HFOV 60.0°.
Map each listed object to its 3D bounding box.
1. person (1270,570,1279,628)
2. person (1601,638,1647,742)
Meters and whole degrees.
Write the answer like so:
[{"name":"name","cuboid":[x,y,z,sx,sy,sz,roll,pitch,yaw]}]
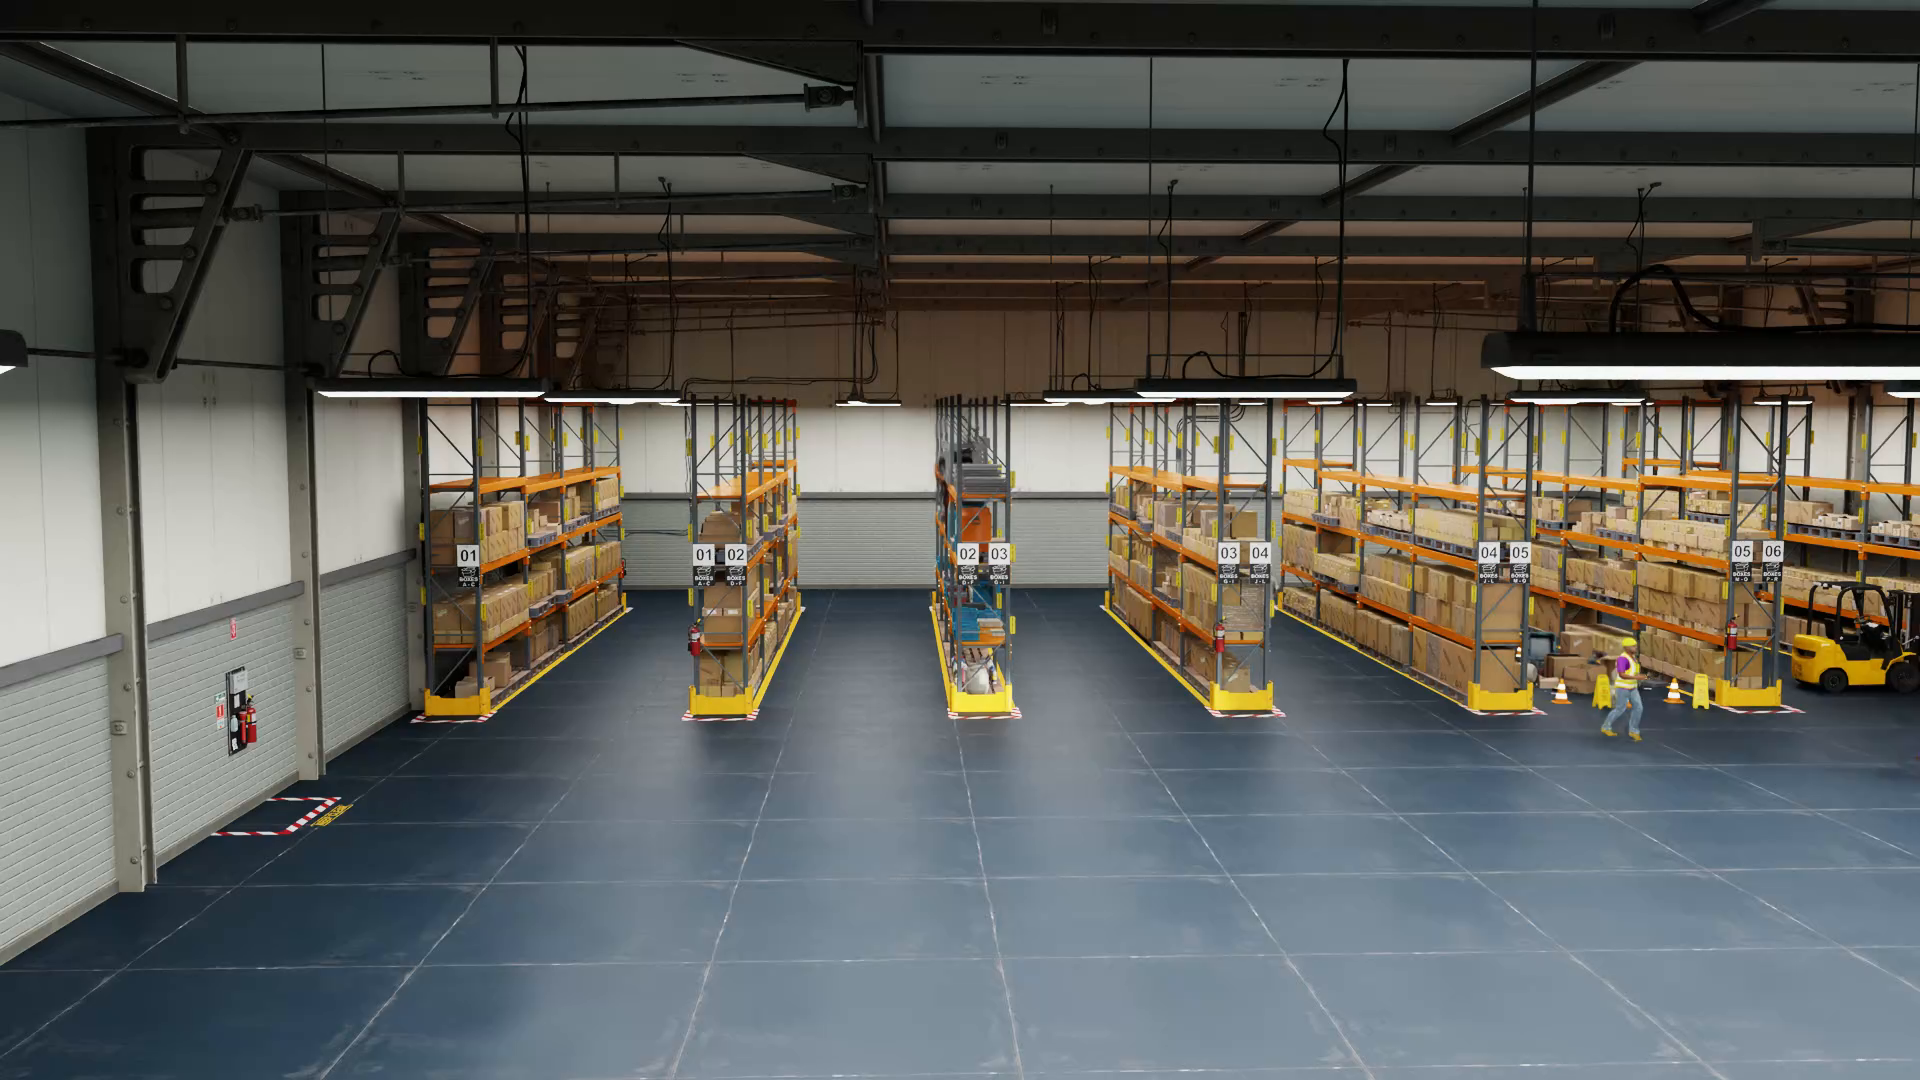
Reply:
[{"name":"person","cuboid":[8.131,1.513,43.825,0.547,1.557,0.552,0,4,-2]},{"name":"person","cuboid":[11.500,2.598,28.711,0.762,1.851,0.722,4,6,44]}]
